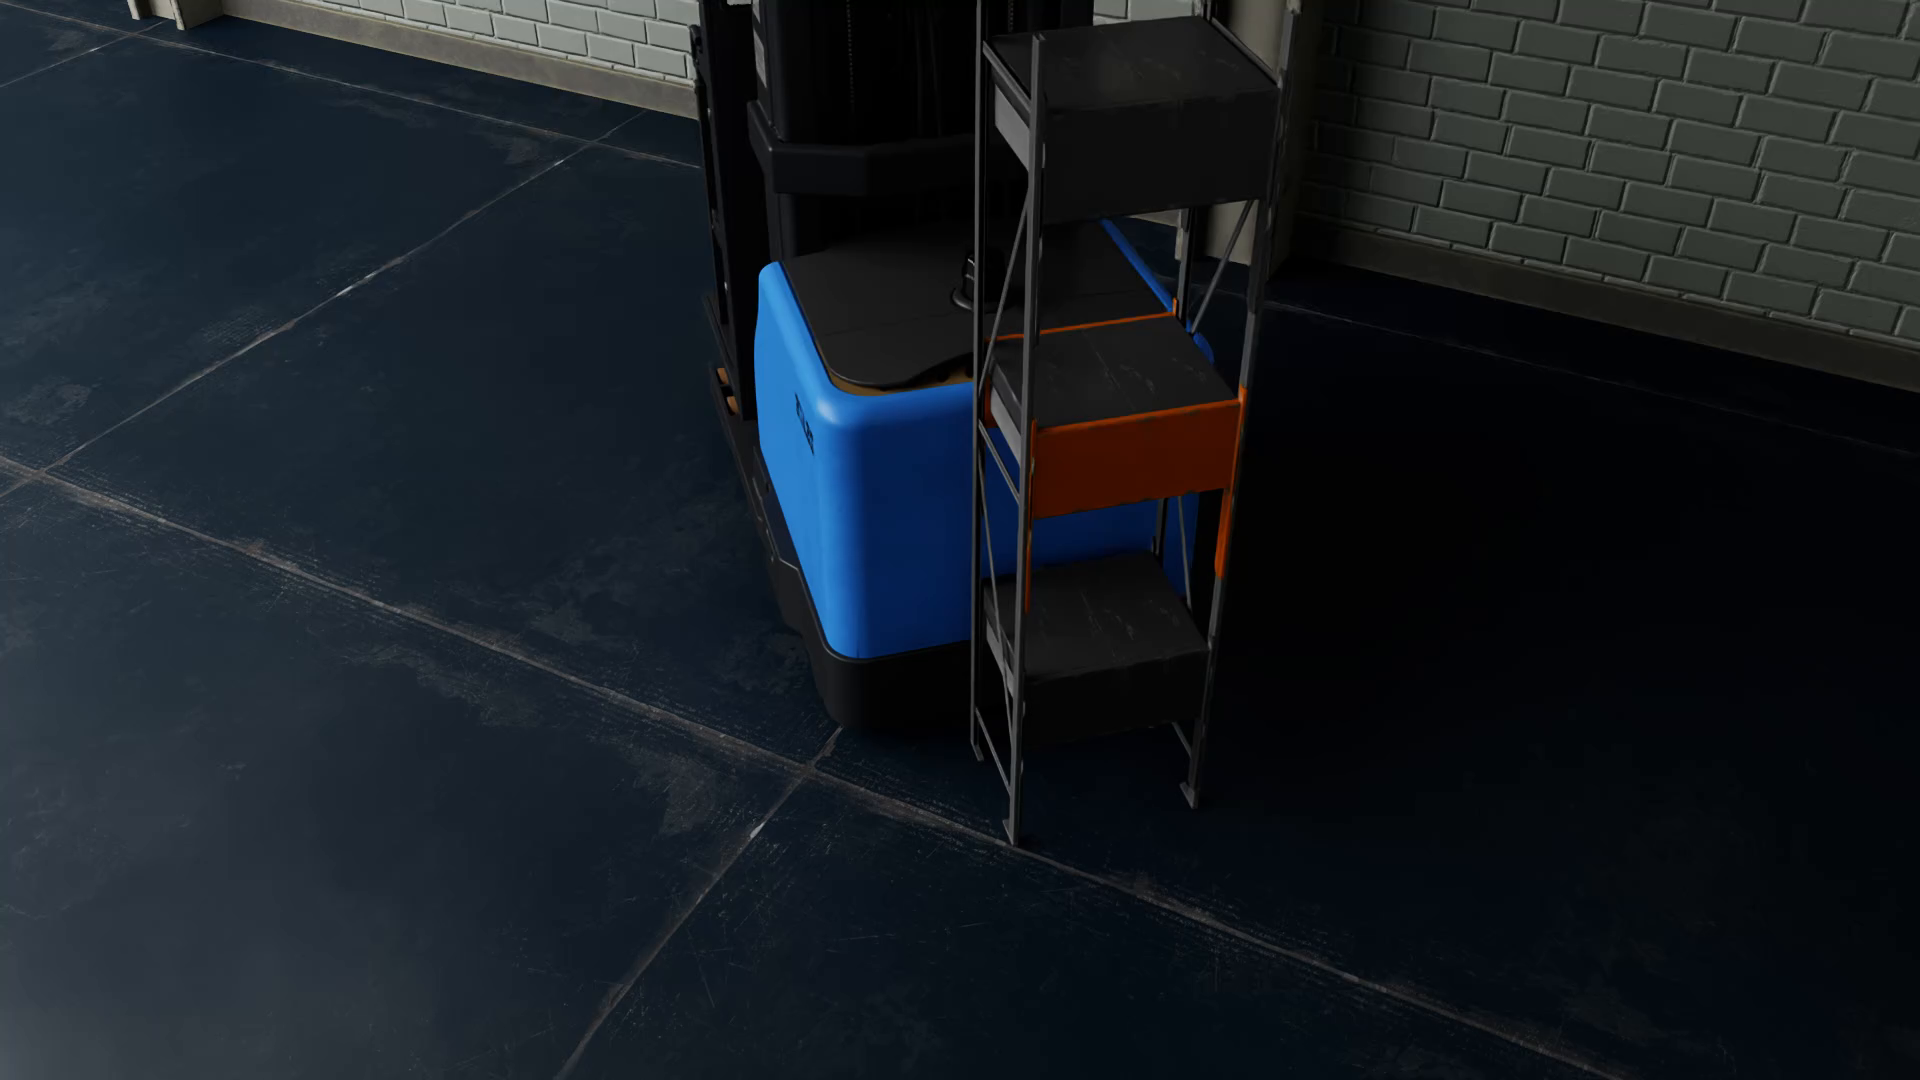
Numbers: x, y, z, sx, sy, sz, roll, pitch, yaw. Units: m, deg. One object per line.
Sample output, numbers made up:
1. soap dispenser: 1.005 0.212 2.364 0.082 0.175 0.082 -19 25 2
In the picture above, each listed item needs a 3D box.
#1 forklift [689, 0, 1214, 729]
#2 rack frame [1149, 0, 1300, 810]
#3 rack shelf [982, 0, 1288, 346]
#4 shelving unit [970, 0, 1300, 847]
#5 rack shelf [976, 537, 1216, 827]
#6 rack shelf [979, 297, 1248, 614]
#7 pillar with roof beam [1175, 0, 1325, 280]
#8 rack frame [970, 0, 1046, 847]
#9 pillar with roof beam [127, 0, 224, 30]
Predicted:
1. forklift: -0.248 -1.553 4.872 1.130 2.935 3.031 -10 38 -13
2. rack frame: 0.560 -0.248 3.837 0.015 2.100 0.400 -10 39 -12
3. rack shelf: 0.327 -0.752 3.365 0.480 0.518 0.431 -10 39 -12
4. shelving unit: 0.325 -0.209 3.785 0.503 2.100 0.431 -10 39 -12
5. rack shelf: 0.324 0.356 4.221 0.480 0.518 0.431 -10 39 -12
6. rack shelf: 0.325 -0.198 3.793 0.480 0.518 0.431 -10 39 -12
7. pillar with roof beam: -0.863 -2.442 1.024 0.400 9.000 9.100 17 41 21
8. rack frame: 0.090 -0.169 3.733 0.015 2.100 0.400 -10 39 -12
9. pillar with roof beam: -6.191 -4.110 3.222 0.400 9.000 9.100 17 41 21
